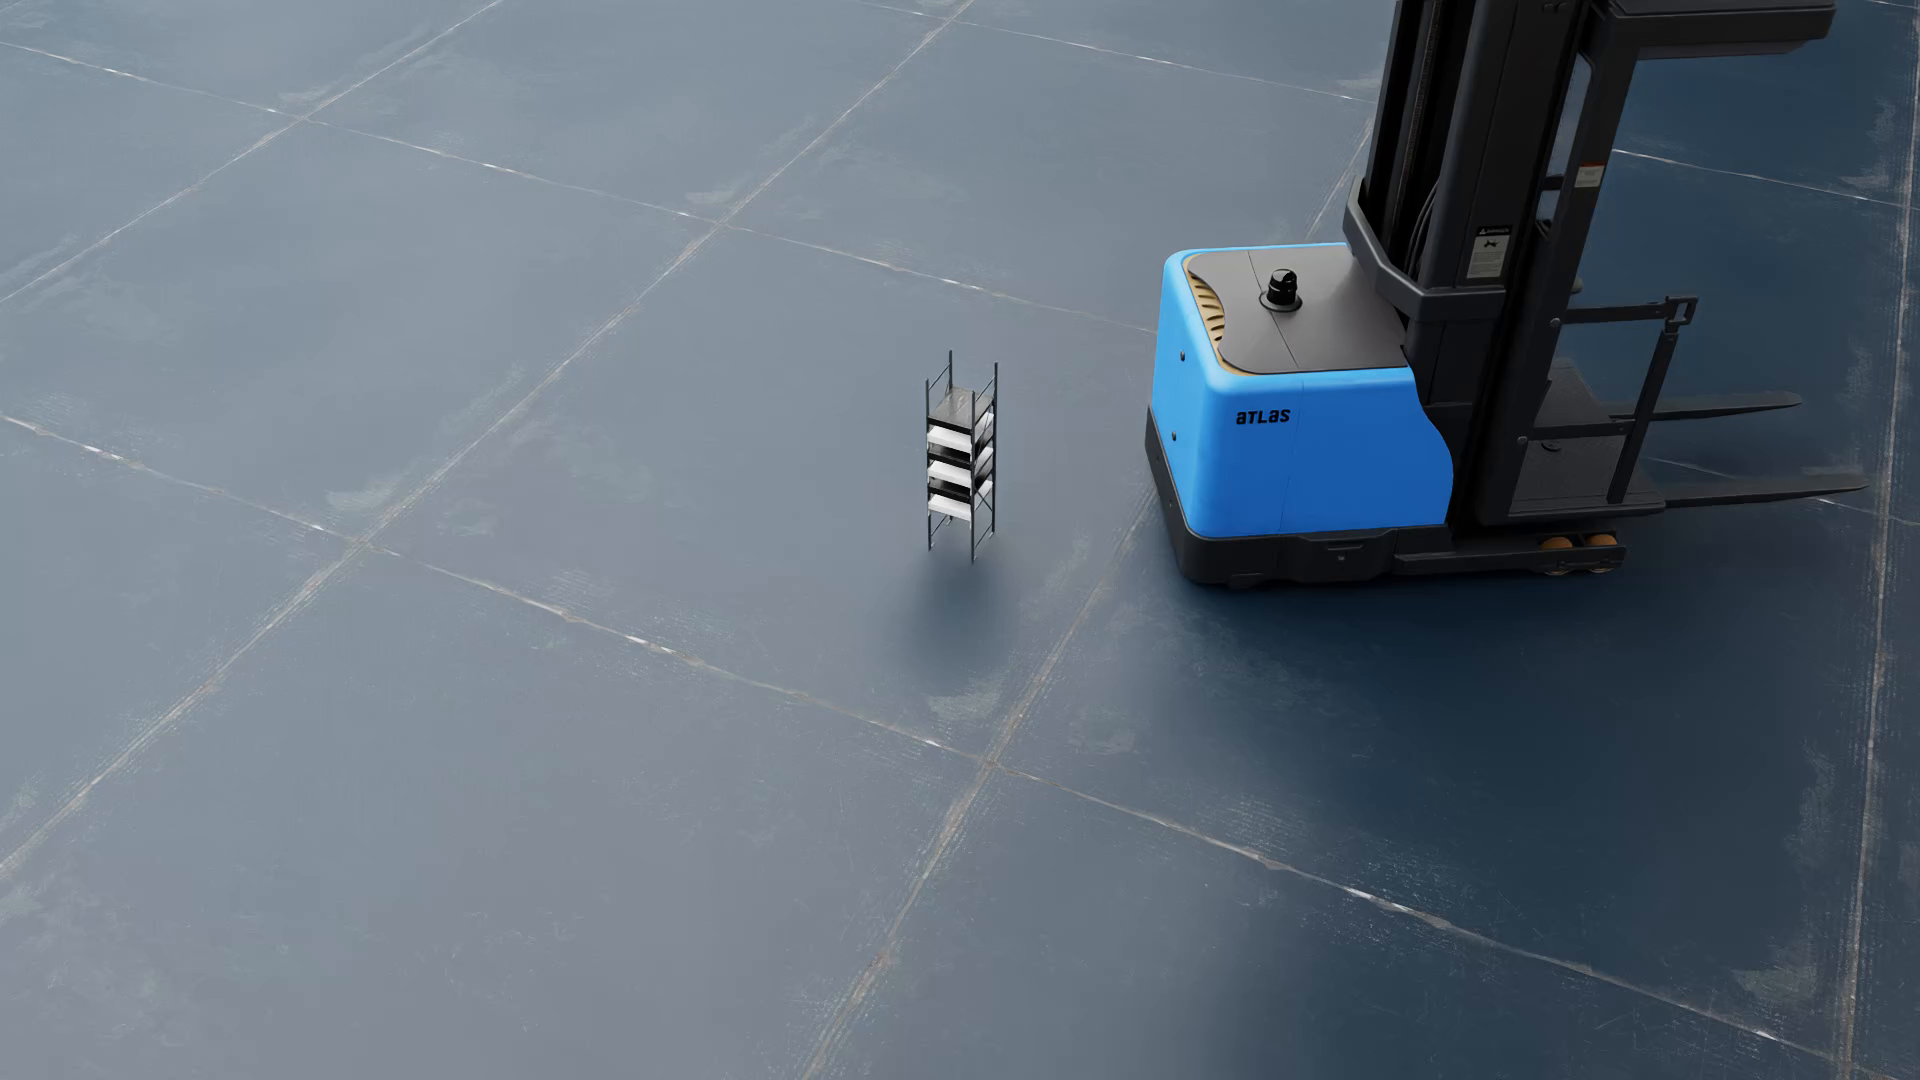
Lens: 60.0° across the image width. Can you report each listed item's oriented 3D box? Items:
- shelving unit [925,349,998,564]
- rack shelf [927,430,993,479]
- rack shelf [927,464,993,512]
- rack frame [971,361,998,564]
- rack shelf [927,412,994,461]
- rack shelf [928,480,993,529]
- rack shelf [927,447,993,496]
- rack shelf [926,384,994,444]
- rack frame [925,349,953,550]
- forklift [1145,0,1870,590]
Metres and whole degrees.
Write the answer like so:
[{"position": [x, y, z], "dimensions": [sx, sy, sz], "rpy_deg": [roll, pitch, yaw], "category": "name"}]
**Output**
[{"position": [0.007, -0.338, 6.953], "dimensions": [0.210, 0.900, 0.258], "rpy_deg": [17, 44, 19], "category": "shelving unit"}, {"position": [0.007, -0.381, 6.916], "dimensions": [0.200, 0.077, 0.258], "rpy_deg": [17, 44, 19], "category": "rack shelf"}, {"position": [0.007, -0.245, 7.033], "dimensions": [0.200, 0.077, 0.258], "rpy_deg": [17, 44, 19], "category": "rack shelf"}, {"position": [0.099, -0.310, 6.920], "dimensions": [0.006, 0.900, 0.240], "rpy_deg": [17, 44, 19], "category": "rack frame"}, {"position": [0.007, -0.449, 6.857], "dimensions": [0.200, 0.077, 0.258], "rpy_deg": [17, 44, 19], "category": "rack shelf"}, {"position": [0.007, -0.177, 7.092], "dimensions": [0.200, 0.077, 0.258], "rpy_deg": [17, 44, 19], "category": "rack shelf"}, {"position": [0.007, -0.313, 6.974], "dimensions": [0.200, 0.077, 0.258], "rpy_deg": [17, 44, 19], "category": "rack shelf"}, {"position": [0.007, -0.517, 6.798], "dimensions": [0.200, 0.077, 0.258], "rpy_deg": [17, 44, 19], "category": "rack shelf"}, {"position": [-0.085, -0.366, 6.985], "dimensions": [0.006, 0.900, 0.240], "rpy_deg": [17, 44, 19], "category": "rack frame"}, {"position": [2.396, -1.299, 6.511], "dimensions": [3.031, 2.935, 1.130], "rpy_deg": [-4, 41, -4], "category": "forklift"}]
